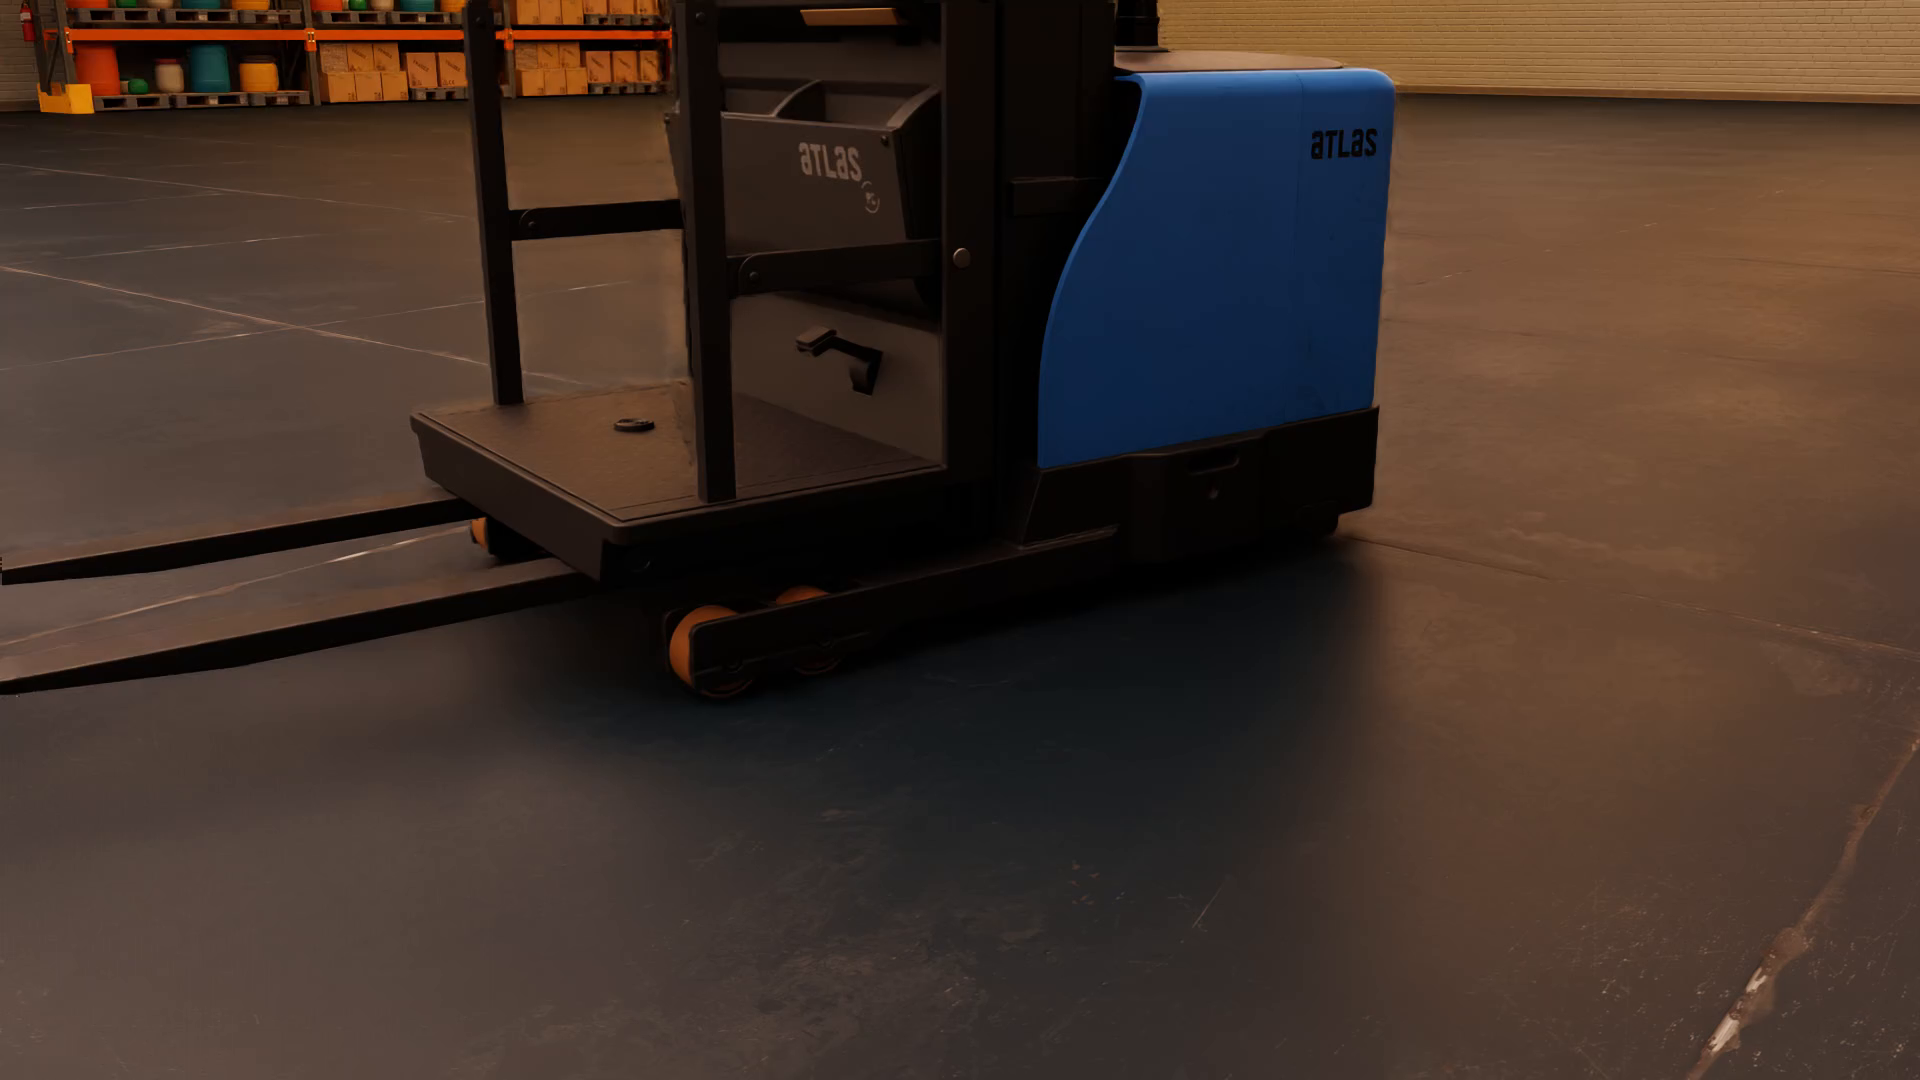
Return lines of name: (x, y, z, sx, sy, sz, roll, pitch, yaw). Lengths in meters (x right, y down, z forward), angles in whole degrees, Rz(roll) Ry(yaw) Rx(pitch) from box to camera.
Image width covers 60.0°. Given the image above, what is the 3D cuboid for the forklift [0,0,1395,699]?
forklift: (-0.502, -1.290, 3.147, 3.031, 2.935, 1.130, -12, 21, -34)
